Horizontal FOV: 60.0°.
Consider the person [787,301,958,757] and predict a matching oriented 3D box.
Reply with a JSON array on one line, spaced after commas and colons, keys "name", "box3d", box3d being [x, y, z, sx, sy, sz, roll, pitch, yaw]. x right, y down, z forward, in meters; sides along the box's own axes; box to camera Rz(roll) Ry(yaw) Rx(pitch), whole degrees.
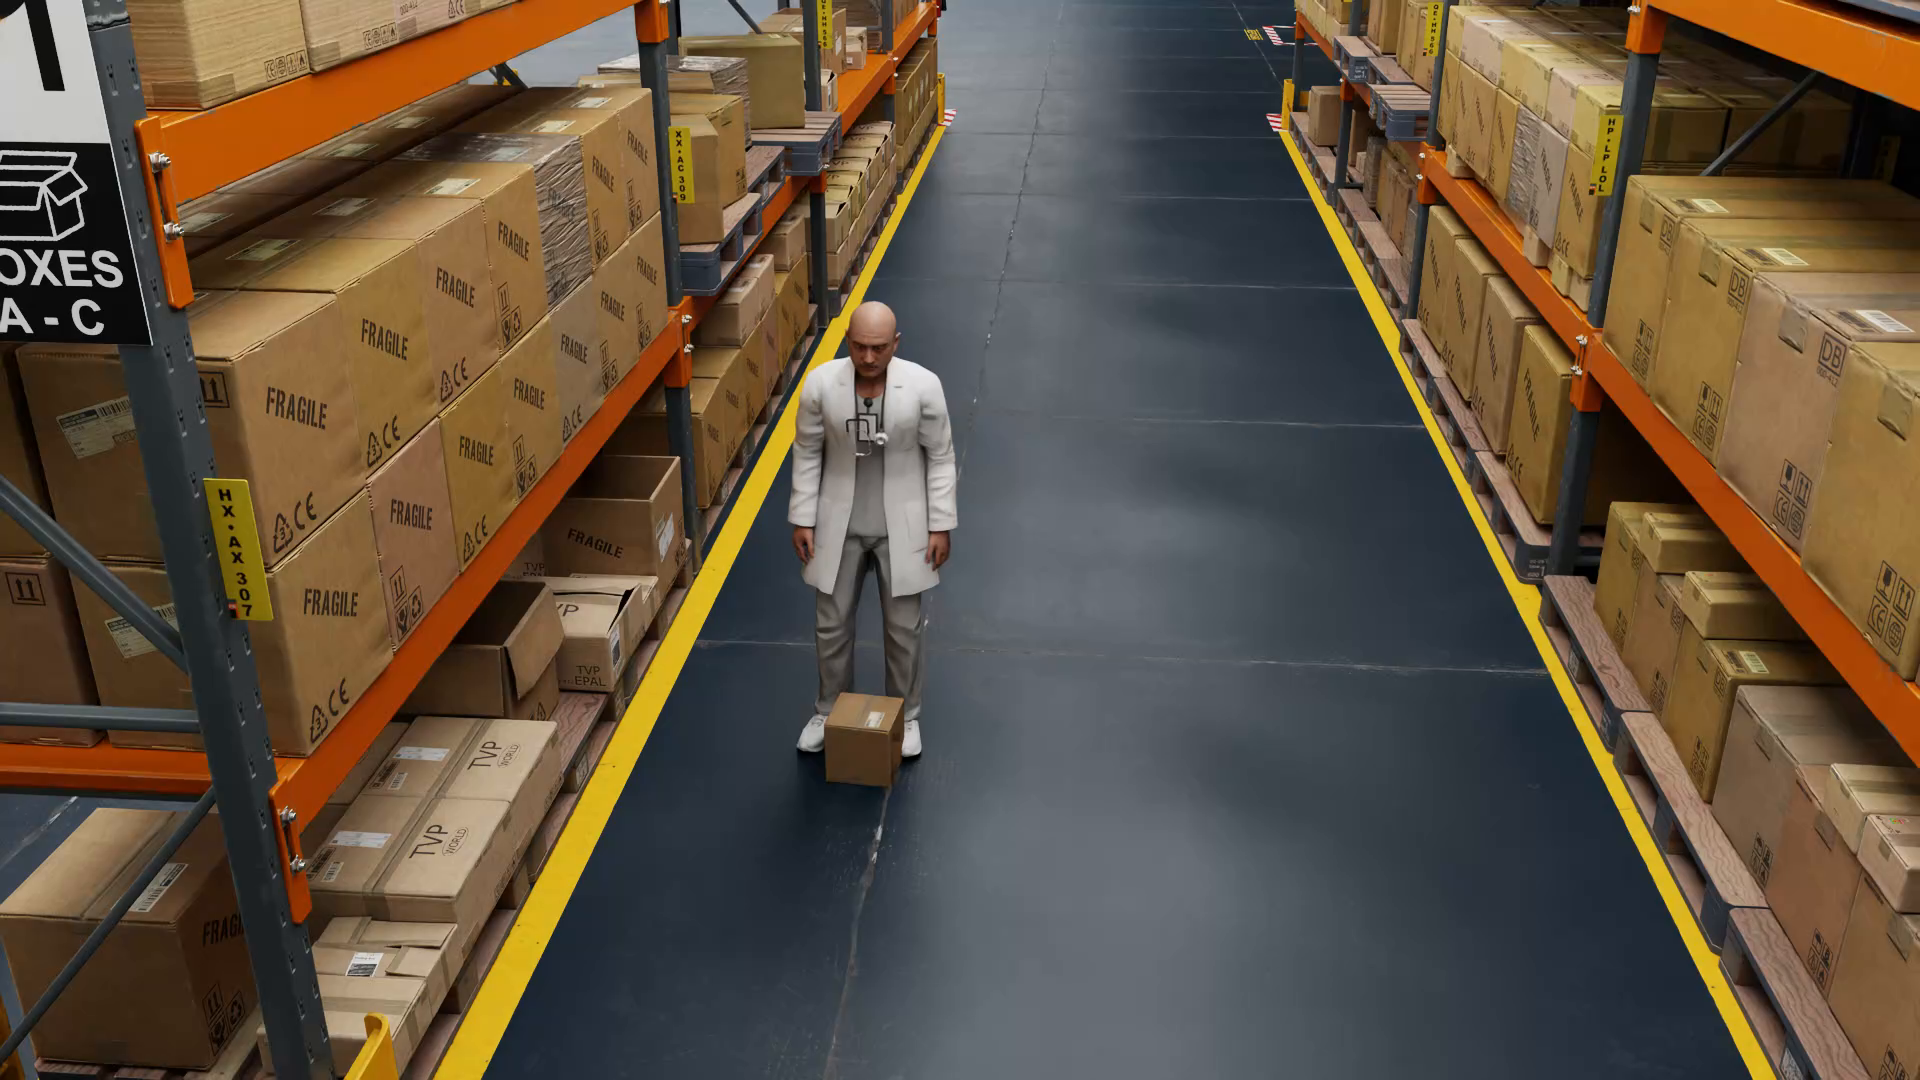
[{"name": "person", "box3d": [-0.328, -0.042, 6.217, 0.640, 1.772, 0.428, 2, 24, 5]}]
